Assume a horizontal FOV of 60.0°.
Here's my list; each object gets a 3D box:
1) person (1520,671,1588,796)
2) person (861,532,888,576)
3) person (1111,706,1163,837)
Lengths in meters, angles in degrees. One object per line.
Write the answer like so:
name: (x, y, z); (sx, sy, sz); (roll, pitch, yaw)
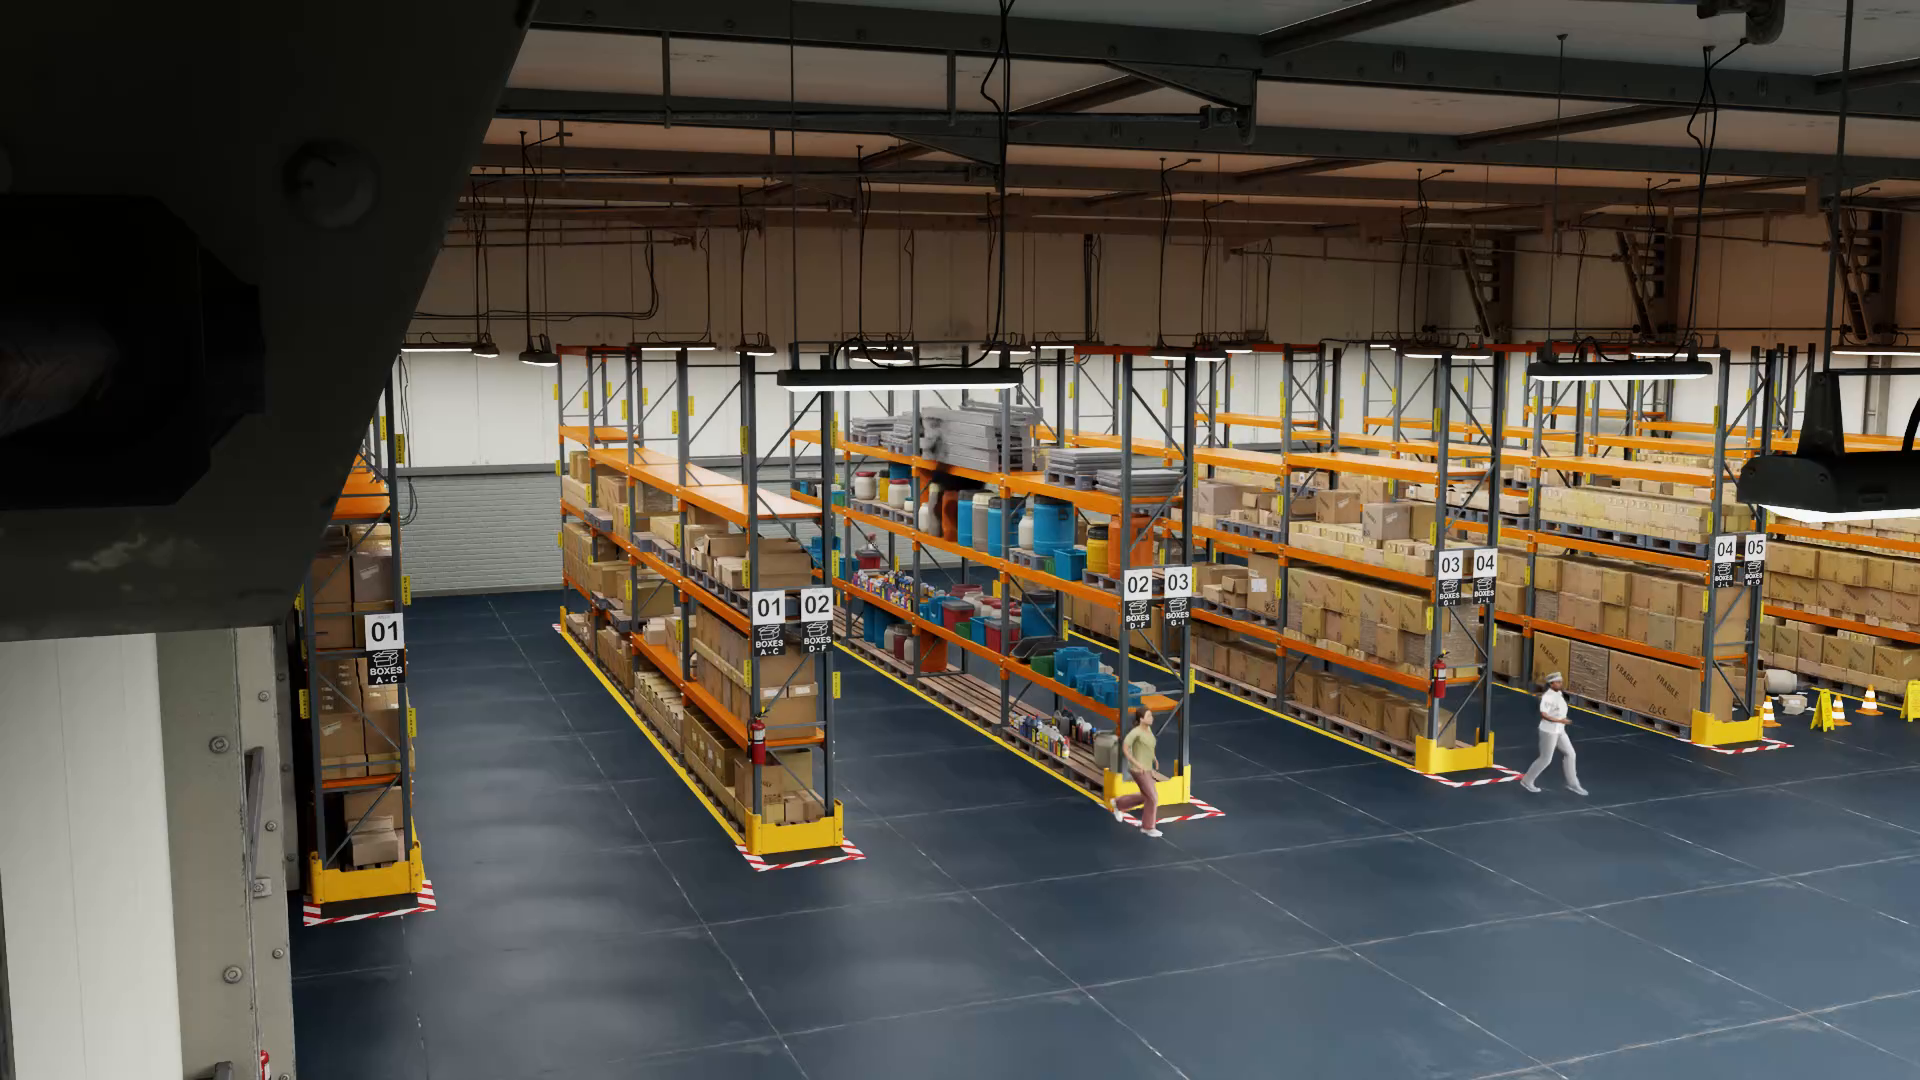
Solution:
person: (8.064, 2.608, 22.513); (0.836, 1.686, 0.631); (6, 9, 37)
person: (-2.034, 0.587, 38.978); (0.677, 1.583, 0.511); (-1, 7, -8)
person: (2.218, 2.879, 20.903); (0.747, 1.637, 0.576); (4, 8, 30)
